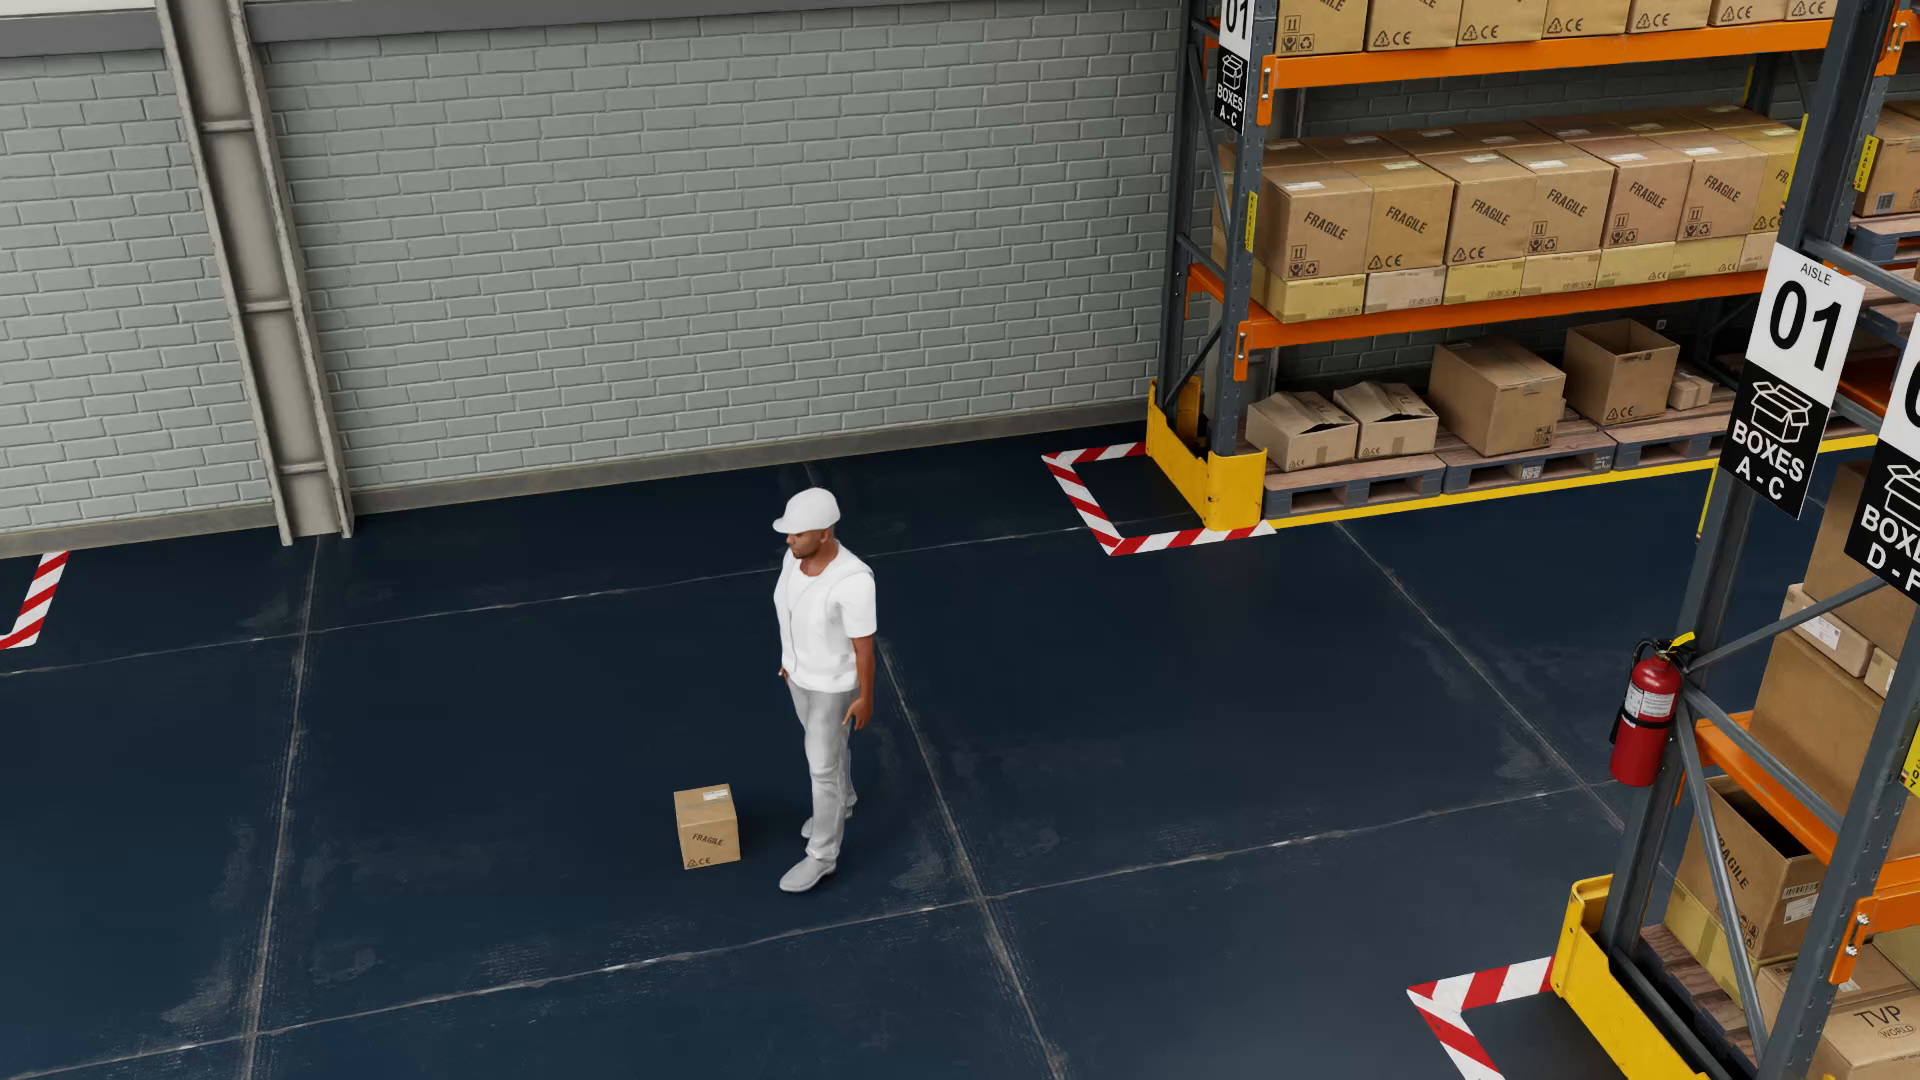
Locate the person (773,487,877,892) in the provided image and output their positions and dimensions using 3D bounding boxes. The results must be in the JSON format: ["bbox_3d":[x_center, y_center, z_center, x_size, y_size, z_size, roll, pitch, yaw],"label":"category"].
[{"bbox_3d":[-0.685,0.614,7.143,0.617,1.768,0.586,-22,37,-33],"label":"person"}]
